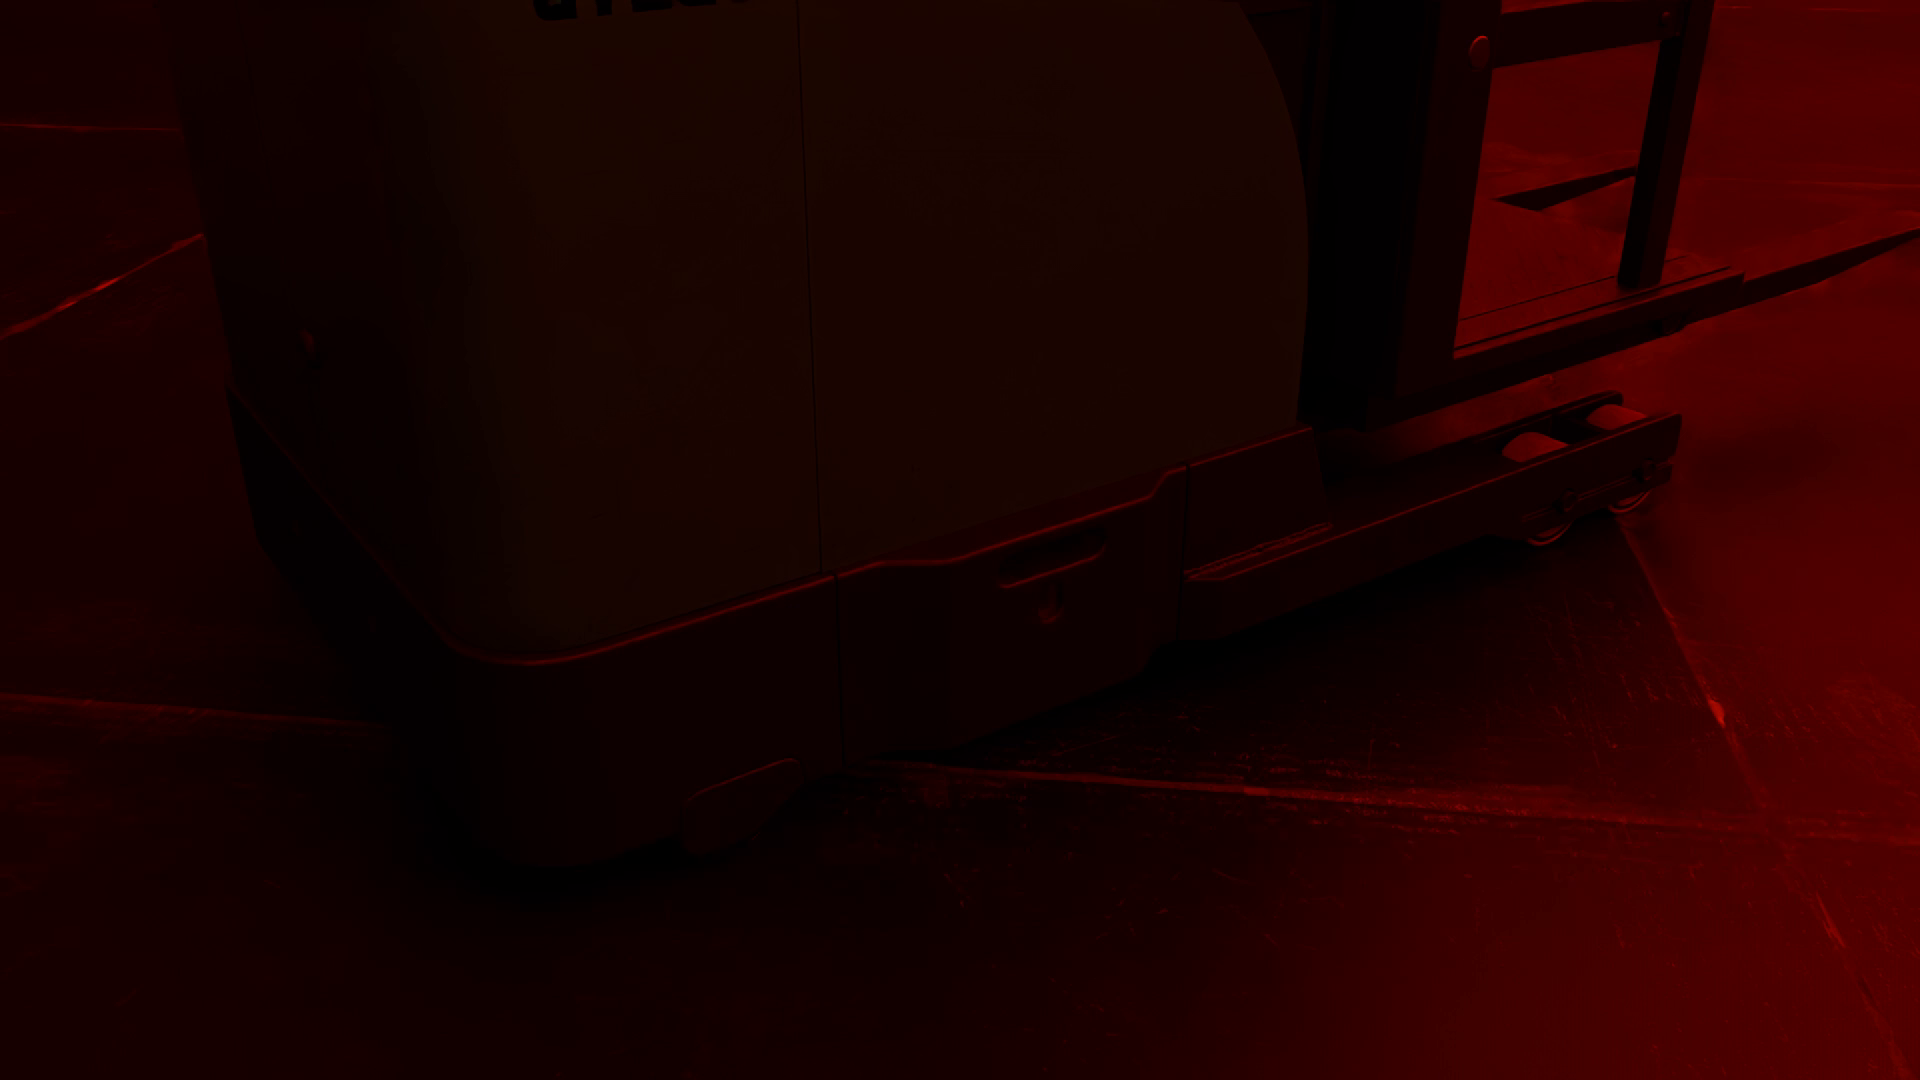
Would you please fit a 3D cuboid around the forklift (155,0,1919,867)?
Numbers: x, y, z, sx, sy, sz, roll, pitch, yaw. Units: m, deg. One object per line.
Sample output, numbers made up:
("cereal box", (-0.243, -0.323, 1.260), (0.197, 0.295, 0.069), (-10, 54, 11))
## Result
("forklift", (0.498, -1.478, 2.179), (3.031, 2.935, 1.130), (-17, 31, -31))
